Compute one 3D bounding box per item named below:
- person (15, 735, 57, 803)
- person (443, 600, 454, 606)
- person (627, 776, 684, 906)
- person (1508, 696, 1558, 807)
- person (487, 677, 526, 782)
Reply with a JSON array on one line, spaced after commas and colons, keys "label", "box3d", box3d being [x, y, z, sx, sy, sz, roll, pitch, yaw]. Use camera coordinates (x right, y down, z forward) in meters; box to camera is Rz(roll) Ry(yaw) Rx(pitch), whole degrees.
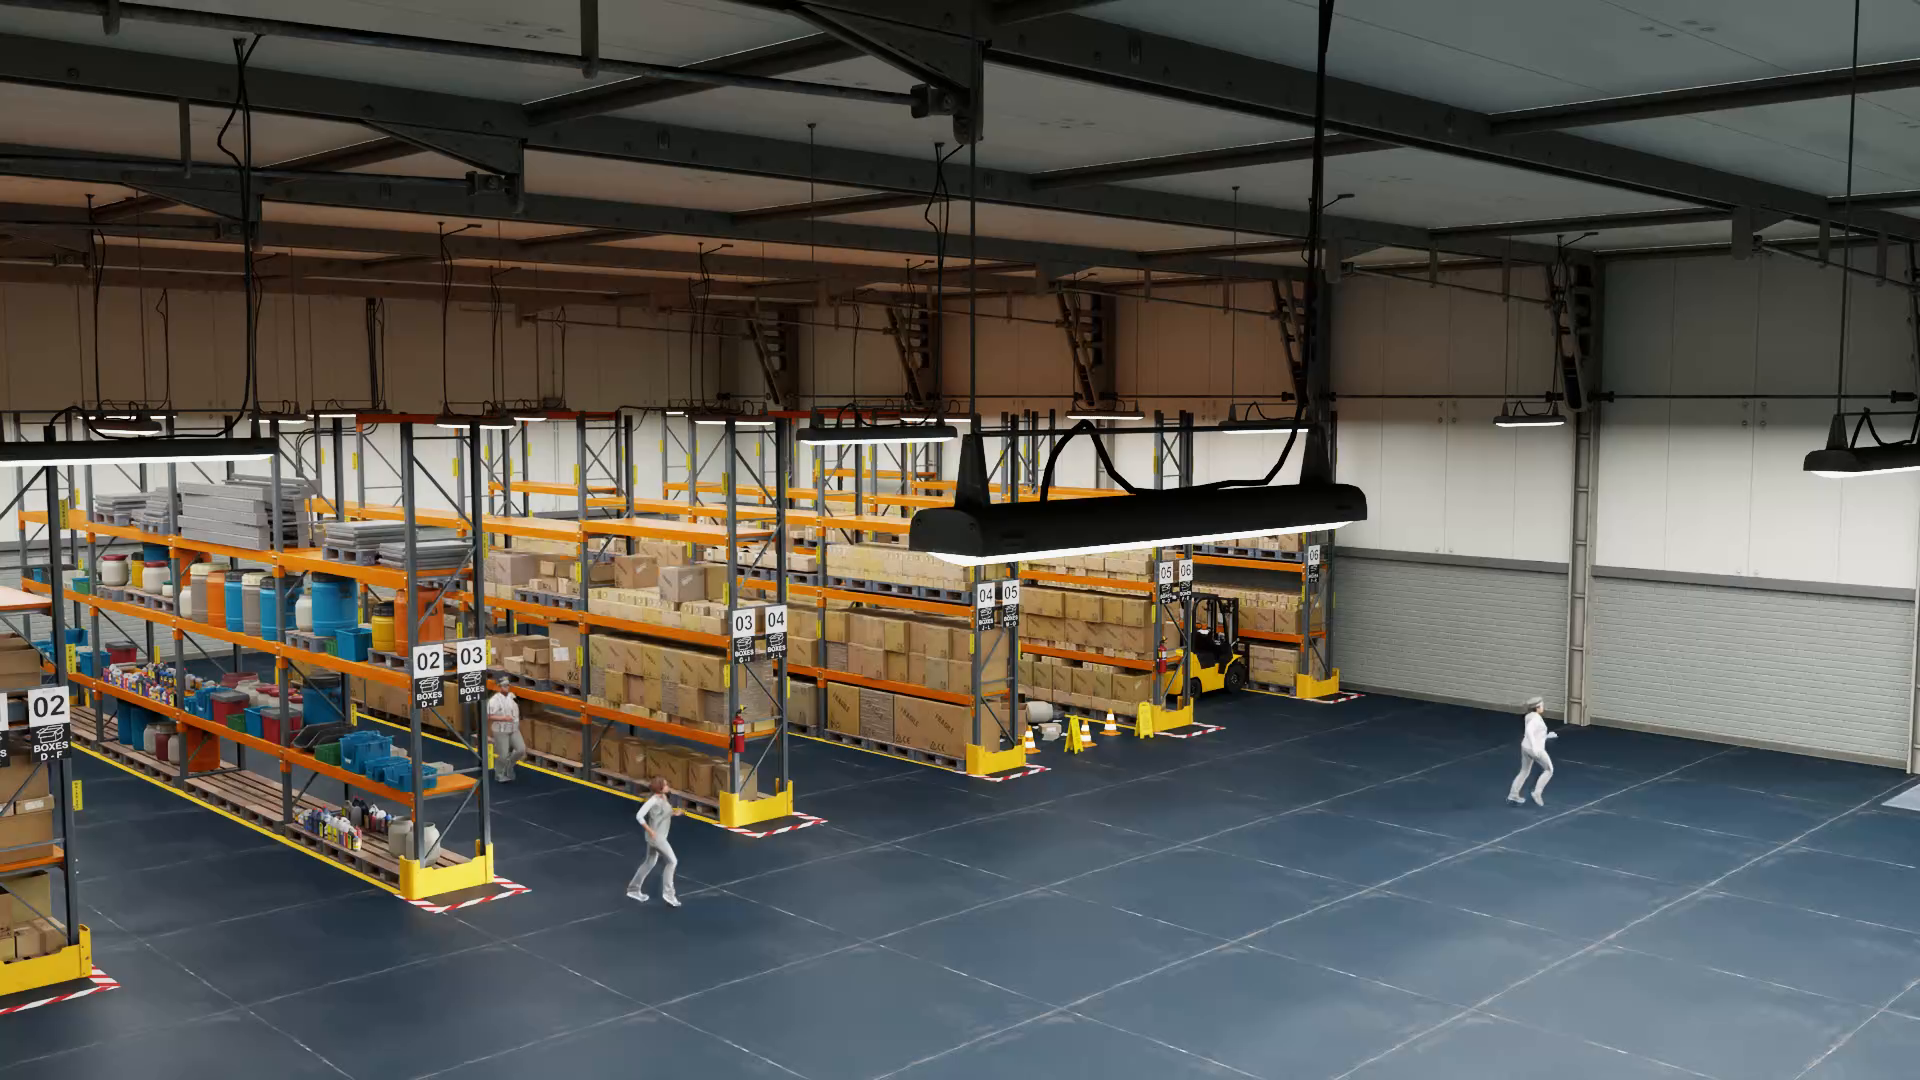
[{"label": "person", "box3d": [-14.471, 3.251, 25.954, 0.921, 1.648, 0.609, 3, 6, 32]}, {"label": "person", "box3d": [-11.881, 2.185, 38.441, 0.671, 1.636, 0.581, -2, 5, -20]}, {"label": "person", "box3d": [-3.785, 3.748, 20.676, 0.721, 1.650, 0.509, -1, 5, -8]}, {"label": "person", "box3d": [8.869, 3.265, 25.665, 0.771, 1.714, 0.572, -1, 5, -9]}, {"label": "person", "box3d": [-7.364, 3.101, 27.142, 0.645, 1.760, 0.640, 4, 6, 40]}]
